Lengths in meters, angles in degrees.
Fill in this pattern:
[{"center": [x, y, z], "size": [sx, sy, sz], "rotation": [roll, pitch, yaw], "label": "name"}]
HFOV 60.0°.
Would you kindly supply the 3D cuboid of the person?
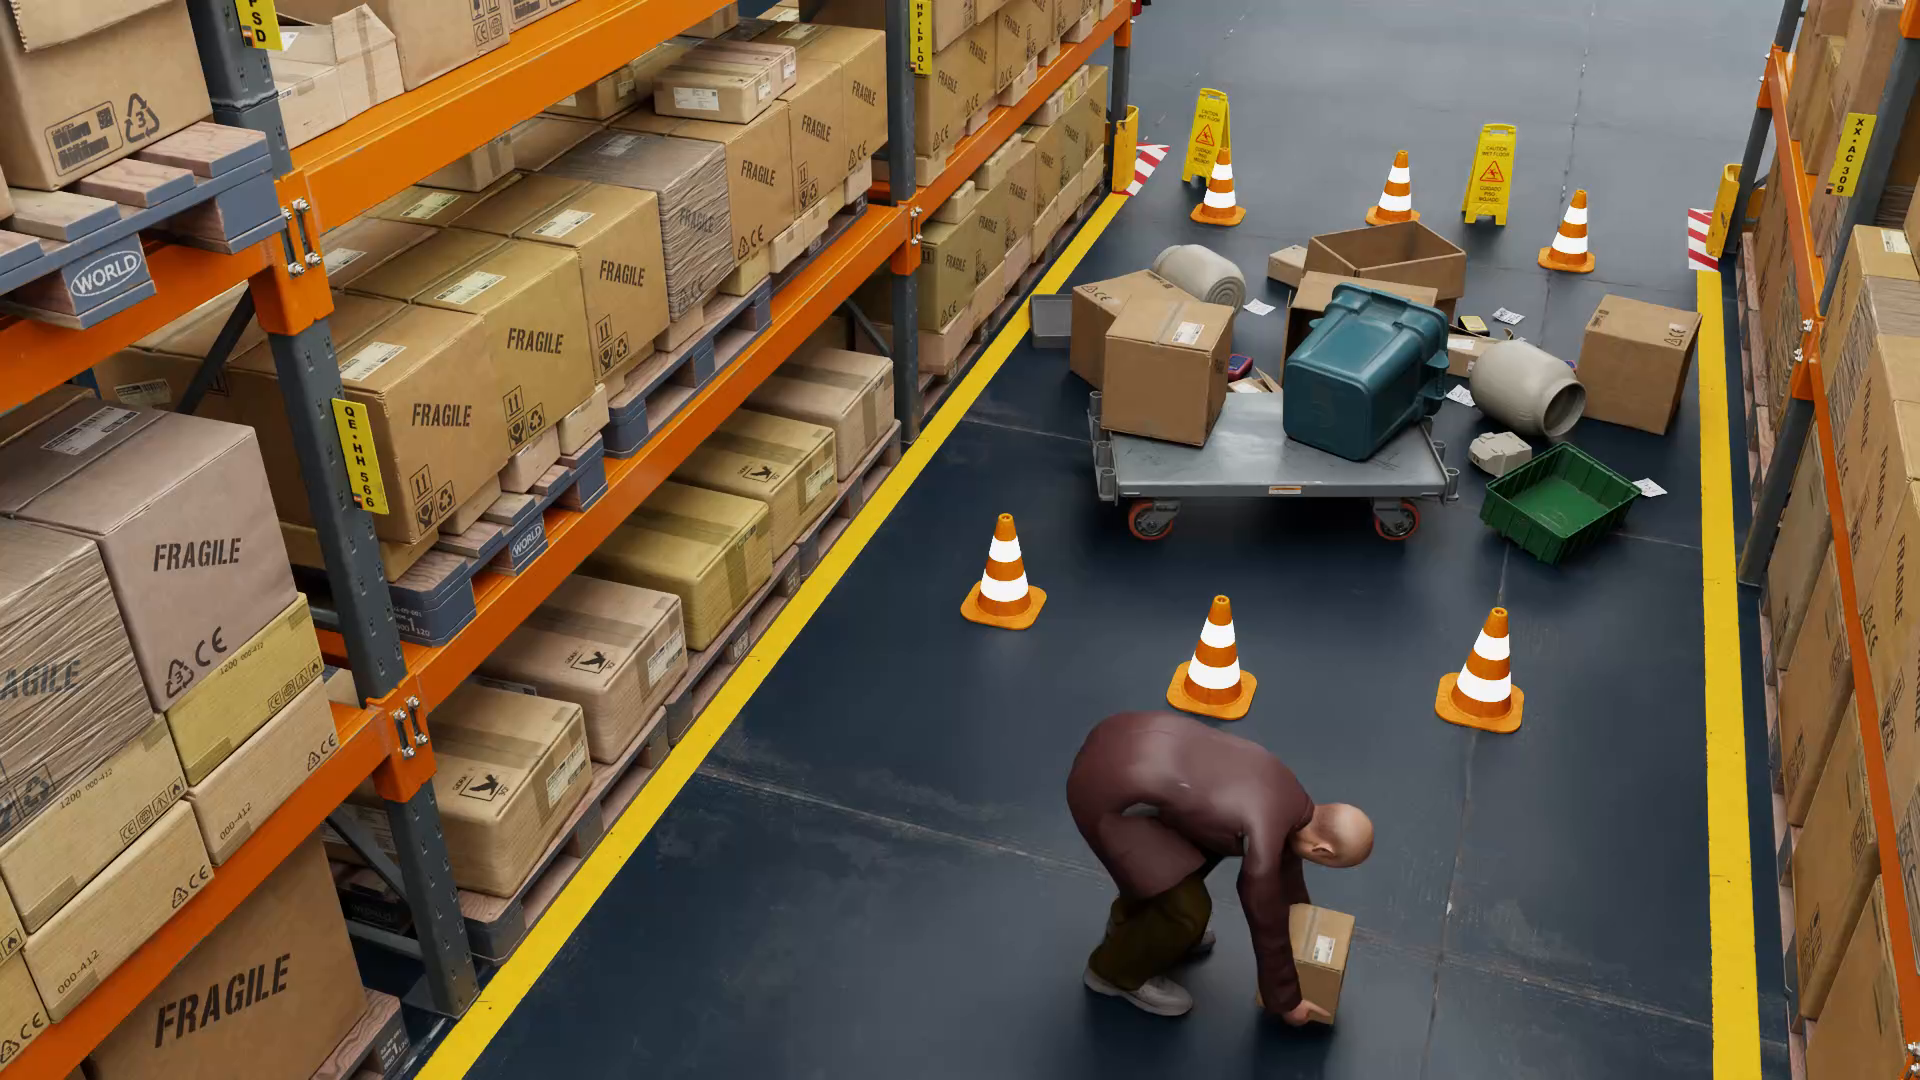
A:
[{"center": [0.796, 1.030, 5.247], "size": [0.943, 1.024, 0.588], "rotation": [9, 34, 14], "label": "person"}]
